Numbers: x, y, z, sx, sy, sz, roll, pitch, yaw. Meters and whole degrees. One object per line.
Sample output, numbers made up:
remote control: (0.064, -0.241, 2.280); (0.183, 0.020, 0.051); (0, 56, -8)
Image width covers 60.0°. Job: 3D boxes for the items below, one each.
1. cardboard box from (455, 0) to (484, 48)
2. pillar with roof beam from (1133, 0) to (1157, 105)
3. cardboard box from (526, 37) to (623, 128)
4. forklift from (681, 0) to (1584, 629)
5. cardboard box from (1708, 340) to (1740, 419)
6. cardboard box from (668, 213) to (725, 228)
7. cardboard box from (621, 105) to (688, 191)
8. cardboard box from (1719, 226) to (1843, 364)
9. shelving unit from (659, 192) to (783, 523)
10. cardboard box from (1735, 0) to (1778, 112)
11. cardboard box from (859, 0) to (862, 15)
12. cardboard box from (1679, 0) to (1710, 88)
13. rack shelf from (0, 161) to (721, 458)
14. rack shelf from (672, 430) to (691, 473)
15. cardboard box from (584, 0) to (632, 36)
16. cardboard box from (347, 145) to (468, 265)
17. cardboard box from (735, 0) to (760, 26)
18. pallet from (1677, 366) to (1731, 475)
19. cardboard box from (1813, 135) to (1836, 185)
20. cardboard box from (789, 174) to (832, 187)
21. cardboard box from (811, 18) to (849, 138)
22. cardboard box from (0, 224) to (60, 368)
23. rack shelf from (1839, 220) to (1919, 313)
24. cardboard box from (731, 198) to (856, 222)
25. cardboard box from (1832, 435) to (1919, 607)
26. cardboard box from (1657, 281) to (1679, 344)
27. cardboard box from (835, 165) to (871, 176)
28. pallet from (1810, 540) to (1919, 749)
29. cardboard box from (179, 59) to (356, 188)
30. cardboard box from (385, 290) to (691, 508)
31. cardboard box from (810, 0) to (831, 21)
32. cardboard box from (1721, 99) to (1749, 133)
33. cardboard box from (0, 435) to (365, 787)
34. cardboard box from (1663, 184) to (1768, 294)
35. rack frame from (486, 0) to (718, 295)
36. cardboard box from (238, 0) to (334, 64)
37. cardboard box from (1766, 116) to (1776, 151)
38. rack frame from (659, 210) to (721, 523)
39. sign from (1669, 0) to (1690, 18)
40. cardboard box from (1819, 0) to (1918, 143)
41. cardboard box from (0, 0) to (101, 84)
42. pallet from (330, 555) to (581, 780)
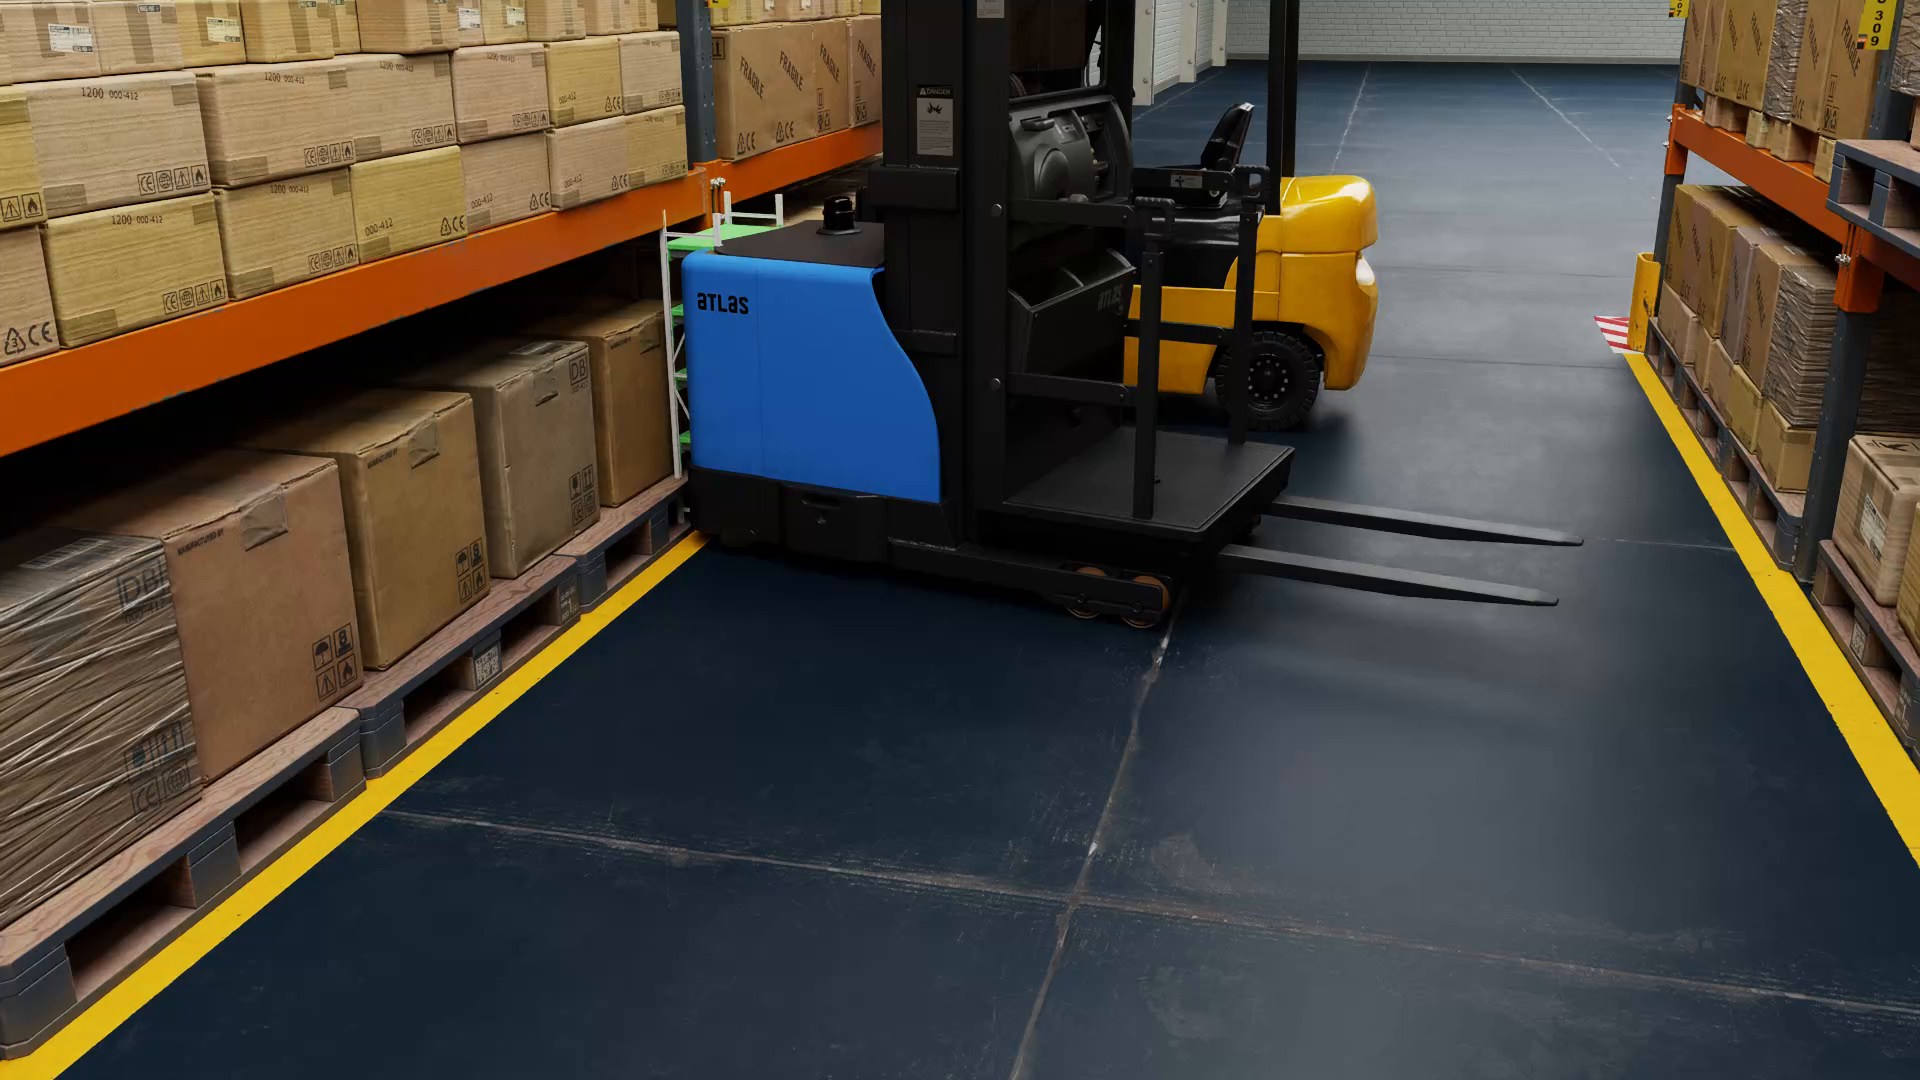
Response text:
cardboard box: (-1.574, -1.460, 4.663); (0.380, 0.149, 0.250); (5, 19, 14)
pillar with roof beam: (7.084, -10.881, 24.121); (9.100, 9.000, 0.400); (5, 19, 13)
cardboard box: (-1.413, -1.463, 5.289); (0.500, 0.250, 0.500); (4, 19, 12)
forklift: (0.561, -1.298, 5.452); (3.031, 2.935, 1.130); (9, 21, 25)
cardboard box: (3.525, -0.673, 7.122); (0.500, 0.250, 0.500); (5, 19, 14)
cardboard box: (-1.380, -1.333, 7.508); (0.500, 0.250, 0.500); (4, 19, 13)
cardboard box: (-1.291, -1.384, 5.830); (0.500, 0.250, 0.500); (5, 20, 15)
cardboard box: (3.523, -1.021, 6.980); (0.500, 0.500, 0.500); (6, 20, 16)
shelving unit: (-0.867, -0.668, 6.272); (0.258, 1.200, 0.503); (7, 21, 19)
cardboard box: (3.622, -2.075, 7.008); (0.500, 0.500, 0.500); (4, 19, 12)
cardboard box: (-0.696, -2.635, 8.104); (0.380, 0.149, 0.250); (5, 19, 13)
cardboard box: (3.985, -2.558, 8.420); (0.500, 0.500, 0.500); (4, 19, 13)
rack shelf: (-1.911, -0.666, 4.610); (1.077, 0.370, 4.000); (5, 19, 13)
rack shelf: (-0.866, -0.382, 6.375); (0.258, 0.148, 0.480); (7, 21, 19)
cardboard box: (-1.336, -1.781, 5.602); (0.380, 0.149, 0.250); (4, 19, 13)
cardboard box: (-1.679, -0.910, 4.443); (0.500, 0.250, 0.500); (5, 20, 15)
cardboard box: (-1.027, -2.148, 6.677); (0.380, 0.149, 0.250); (5, 20, 15)
pallet: (3.818, -0.520, 7.383); (1.003, 0.211, 1.213); (5, 19, 13)
cardboard box: (3.229, -1.327, 5.821); (0.380, 0.149, 0.250); (5, 20, 15)
cardboard box: (-0.997, -1.809, 8.901); (0.500, 0.250, 0.500); (5, 19, 13)
cardboard box: (-0.827, -2.122, 7.606); (0.500, 0.500, 0.500); (4, 19, 13)
cardboard box: (-2.054, -0.428, 3.033); (0.500, 0.250, 0.500); (5, 19, 14)
rack shelf: (2.904, -0.275, 3.465); (1.077, 0.370, 4.000); (5, 19, 13)
cardboard box: (-0.754, -1.447, 7.841); (0.500, 0.250, 0.500); (5, 20, 15)
cardboard box: (3.266, -0.033, 5.059); (0.950, 0.372, 0.625); (5, 19, 14)
cardboard box: (3.904, -1.163, 8.555); (0.500, 0.250, 0.500); (4, 19, 13)
cardboard box: (-0.374, -1.928, 9.250); (0.500, 0.250, 0.500); (5, 19, 14)
pallet: (3.203, 0.321, 4.920); (1.003, 0.211, 1.213); (5, 19, 13)
cardboard box: (-1.785, -0.984, 3.888); (0.500, 0.250, 0.500); (4, 19, 12)
cardboard box: (-1.539, -0.544, 6.163); (0.875, 0.625, 0.625); (6, 20, 16)
cardboard box: (-0.793, -2.385, 7.372); (0.380, 0.149, 0.250); (4, 19, 13)
cardboard box: (3.757, -1.971, 7.705); (0.380, 0.149, 0.250); (5, 20, 15)
cardboard box: (-2.082, 0.146, 4.145); (0.875, 0.625, 0.625); (5, 20, 15)
cardboard box: (3.899, -1.510, 8.412); (0.500, 0.500, 0.500); (4, 19, 12)
rack frame: (-1.422, -1.633, 6.329); (1.000, 3.000, 0.127); (5, 19, 13)
cardboard box: (-1.731, -1.216, 3.948); (0.380, 0.149, 0.250); (5, 20, 15)
cardboard box: (3.512, -1.645, 6.751); (0.380, 0.149, 0.250); (4, 19, 12)
rack frame: (-0.954, -0.591, 6.057); (0.240, 1.200, 0.015); (7, 21, 19)
sign: (3.843, -2.949, 8.840); (0.100, 0.325, 0.005); (5, 19, 13)
cardboard box: (3.260, -1.589, 5.585); (0.500, 0.500, 0.500); (4, 19, 12)
cardboard box: (-1.934, -0.977, 3.248); (0.380, 0.149, 0.250); (5, 20, 15)
pallet: (-1.860, 0.304, 4.971); (1.003, 0.211, 1.213); (5, 19, 13)
